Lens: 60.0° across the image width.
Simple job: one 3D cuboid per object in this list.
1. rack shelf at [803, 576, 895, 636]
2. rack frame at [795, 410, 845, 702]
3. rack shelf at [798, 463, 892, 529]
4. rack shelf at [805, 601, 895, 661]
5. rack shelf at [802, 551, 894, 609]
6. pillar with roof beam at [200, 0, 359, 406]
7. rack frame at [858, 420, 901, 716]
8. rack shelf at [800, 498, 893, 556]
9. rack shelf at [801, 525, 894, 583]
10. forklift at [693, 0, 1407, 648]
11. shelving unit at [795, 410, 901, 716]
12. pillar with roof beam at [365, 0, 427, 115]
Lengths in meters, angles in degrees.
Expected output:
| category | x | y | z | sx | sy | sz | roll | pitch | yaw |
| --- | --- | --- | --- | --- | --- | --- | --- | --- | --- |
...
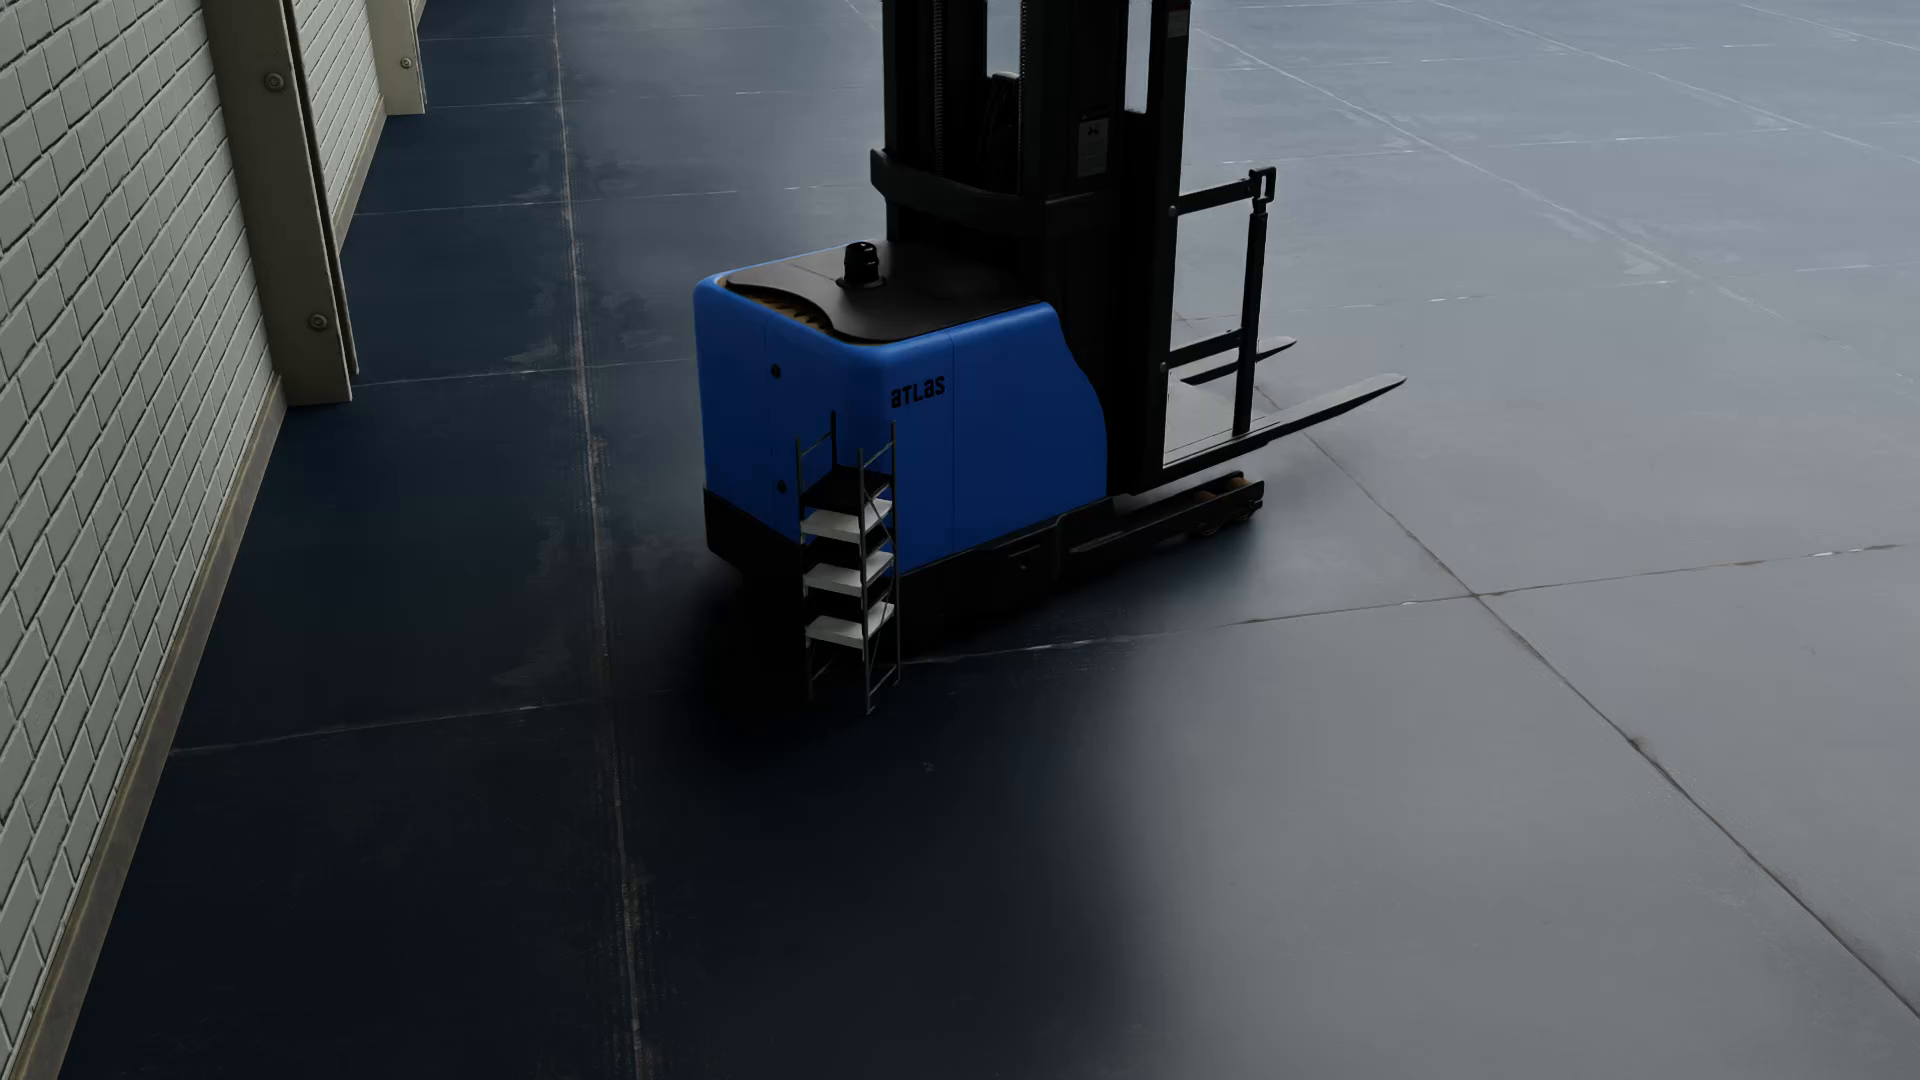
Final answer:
| category | x | y | z | sx | sy | sz | roll | pitch | yaw |
| --- | --- | --- | --- | --- | --- | --- | --- | --- | --- |
| rack shelf | -0.336 | 0.186 | 5.156 | 0.200 | 0.077 | 0.258 | 11 | 29 | 21 |
| rack frame | -0.429 | 0.058 | 5.137 | 0.006 | 0.900 | 0.240 | 11 | 29 | 21 |
| rack shelf | -0.336 | -0.135 | 4.994 | 0.200 | 0.077 | 0.258 | 11 | 29 | 21 |
| rack shelf | -0.336 | 0.267 | 5.196 | 0.200 | 0.077 | 0.258 | 11 | 29 | 21 |
| rack shelf | -0.336 | 0.106 | 5.115 | 0.200 | 0.077 | 0.258 | 11 | 29 | 21 |
| pillar with roof beam | 1.256 | -5.151 | 6.469 | 9.100 | 9.000 | 0.400 | -6 | 27 | -12 |
| rack frame | -0.242 | 0.095 | 5.064 | 0.006 | 0.900 | 0.240 | 11 | 29 | 21 |
| rack shelf | -0.336 | -0.055 | 5.034 | 0.200 | 0.077 | 0.258 | 11 | 29 | 21 |
| rack shelf | -0.336 | 0.026 | 5.075 | 0.200 | 0.077 | 0.258 | 11 | 29 | 21 |
| forklift | 0.539 | -1.489 | 5.948 | 3.031 | 2.935 | 1.130 | -20 | 33 | -35 |
| shelving unit | -0.336 | 0.076 | 5.100 | 0.210 | 0.900 | 0.258 | 11 | 29 | 21 |
| pillar with roof beam | -0.096 | -7.785 | 11.688 | 9.100 | 9.000 | 0.400 | -6 | 27 | -12 |
